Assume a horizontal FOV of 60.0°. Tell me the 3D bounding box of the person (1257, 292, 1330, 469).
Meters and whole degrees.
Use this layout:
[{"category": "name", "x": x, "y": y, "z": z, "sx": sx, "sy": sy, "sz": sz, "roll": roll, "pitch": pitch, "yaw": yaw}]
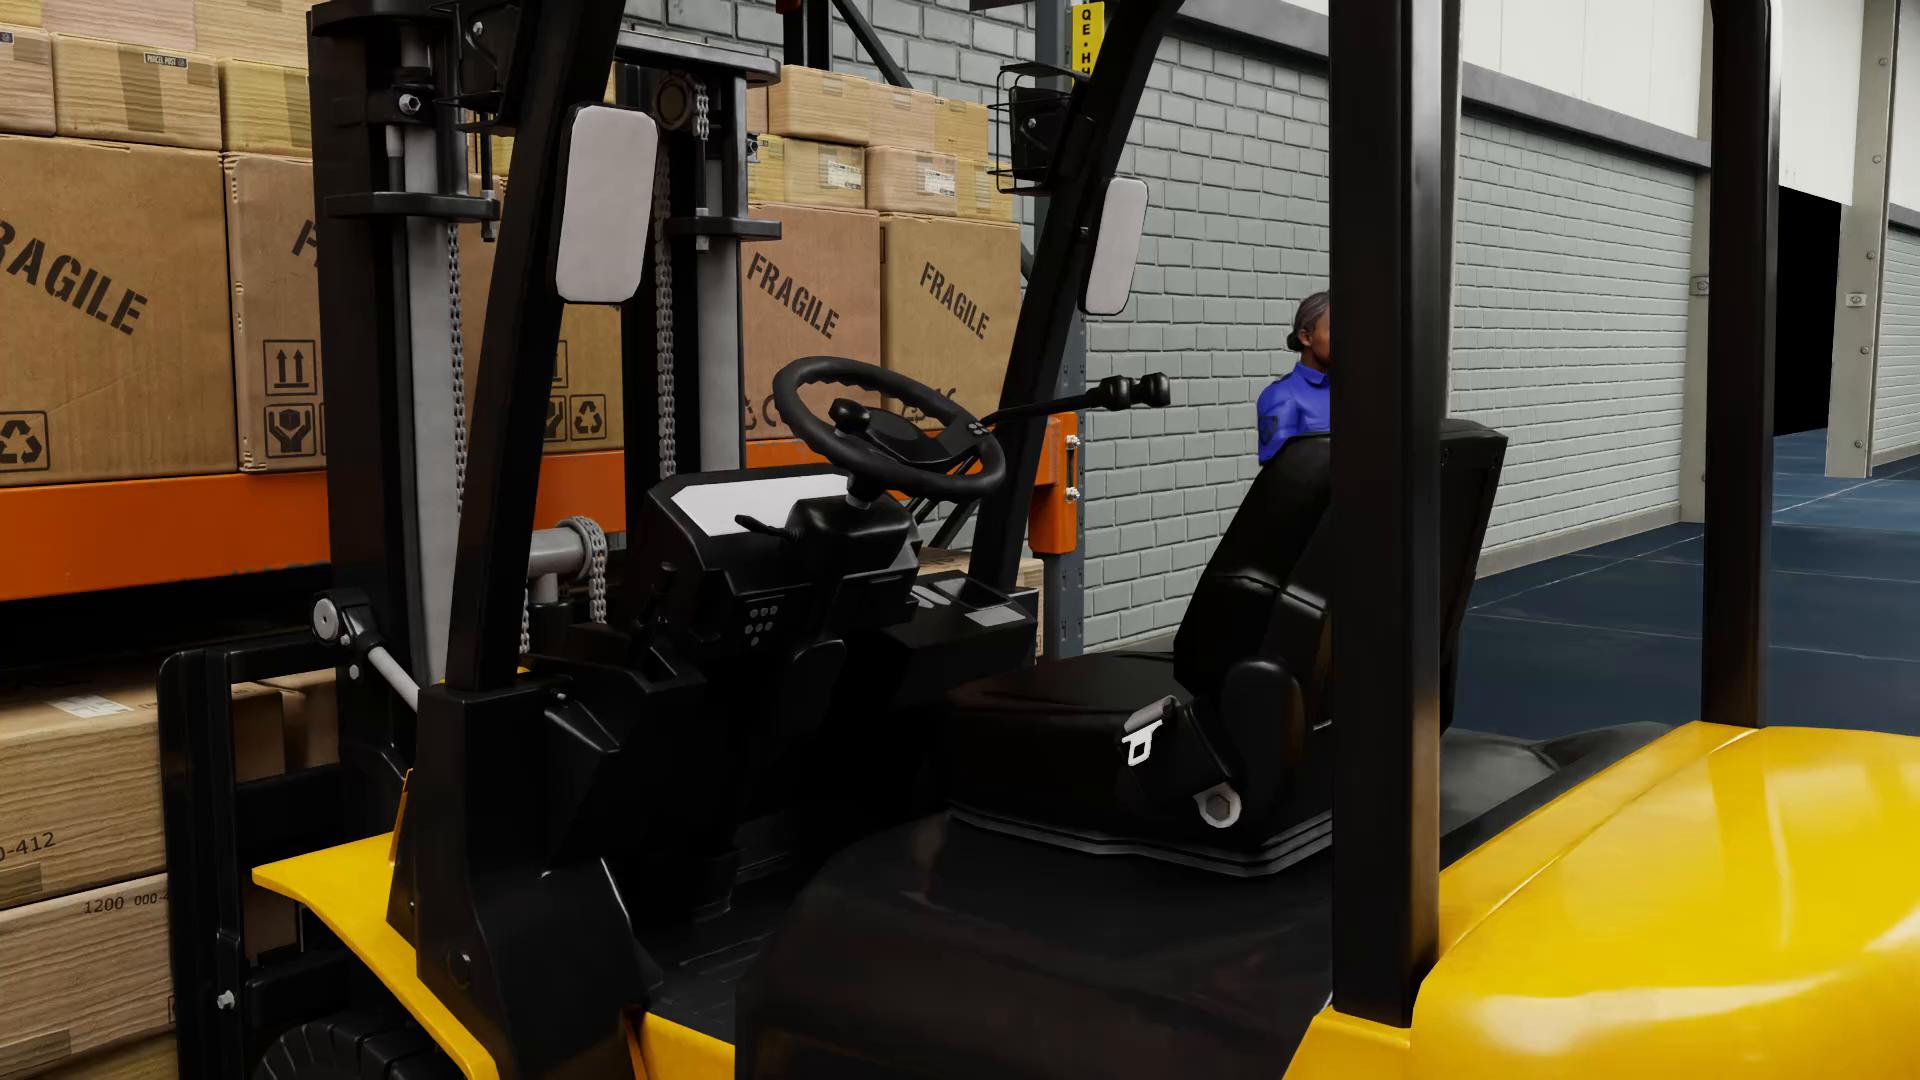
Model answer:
[{"category": "person", "x": 1.161, "y": 0.121, "z": 5.016, "sx": 0.489, "sy": 1.731, "sz": 0.581, "roll": -4, "pitch": 8, "yaw": -30}]
